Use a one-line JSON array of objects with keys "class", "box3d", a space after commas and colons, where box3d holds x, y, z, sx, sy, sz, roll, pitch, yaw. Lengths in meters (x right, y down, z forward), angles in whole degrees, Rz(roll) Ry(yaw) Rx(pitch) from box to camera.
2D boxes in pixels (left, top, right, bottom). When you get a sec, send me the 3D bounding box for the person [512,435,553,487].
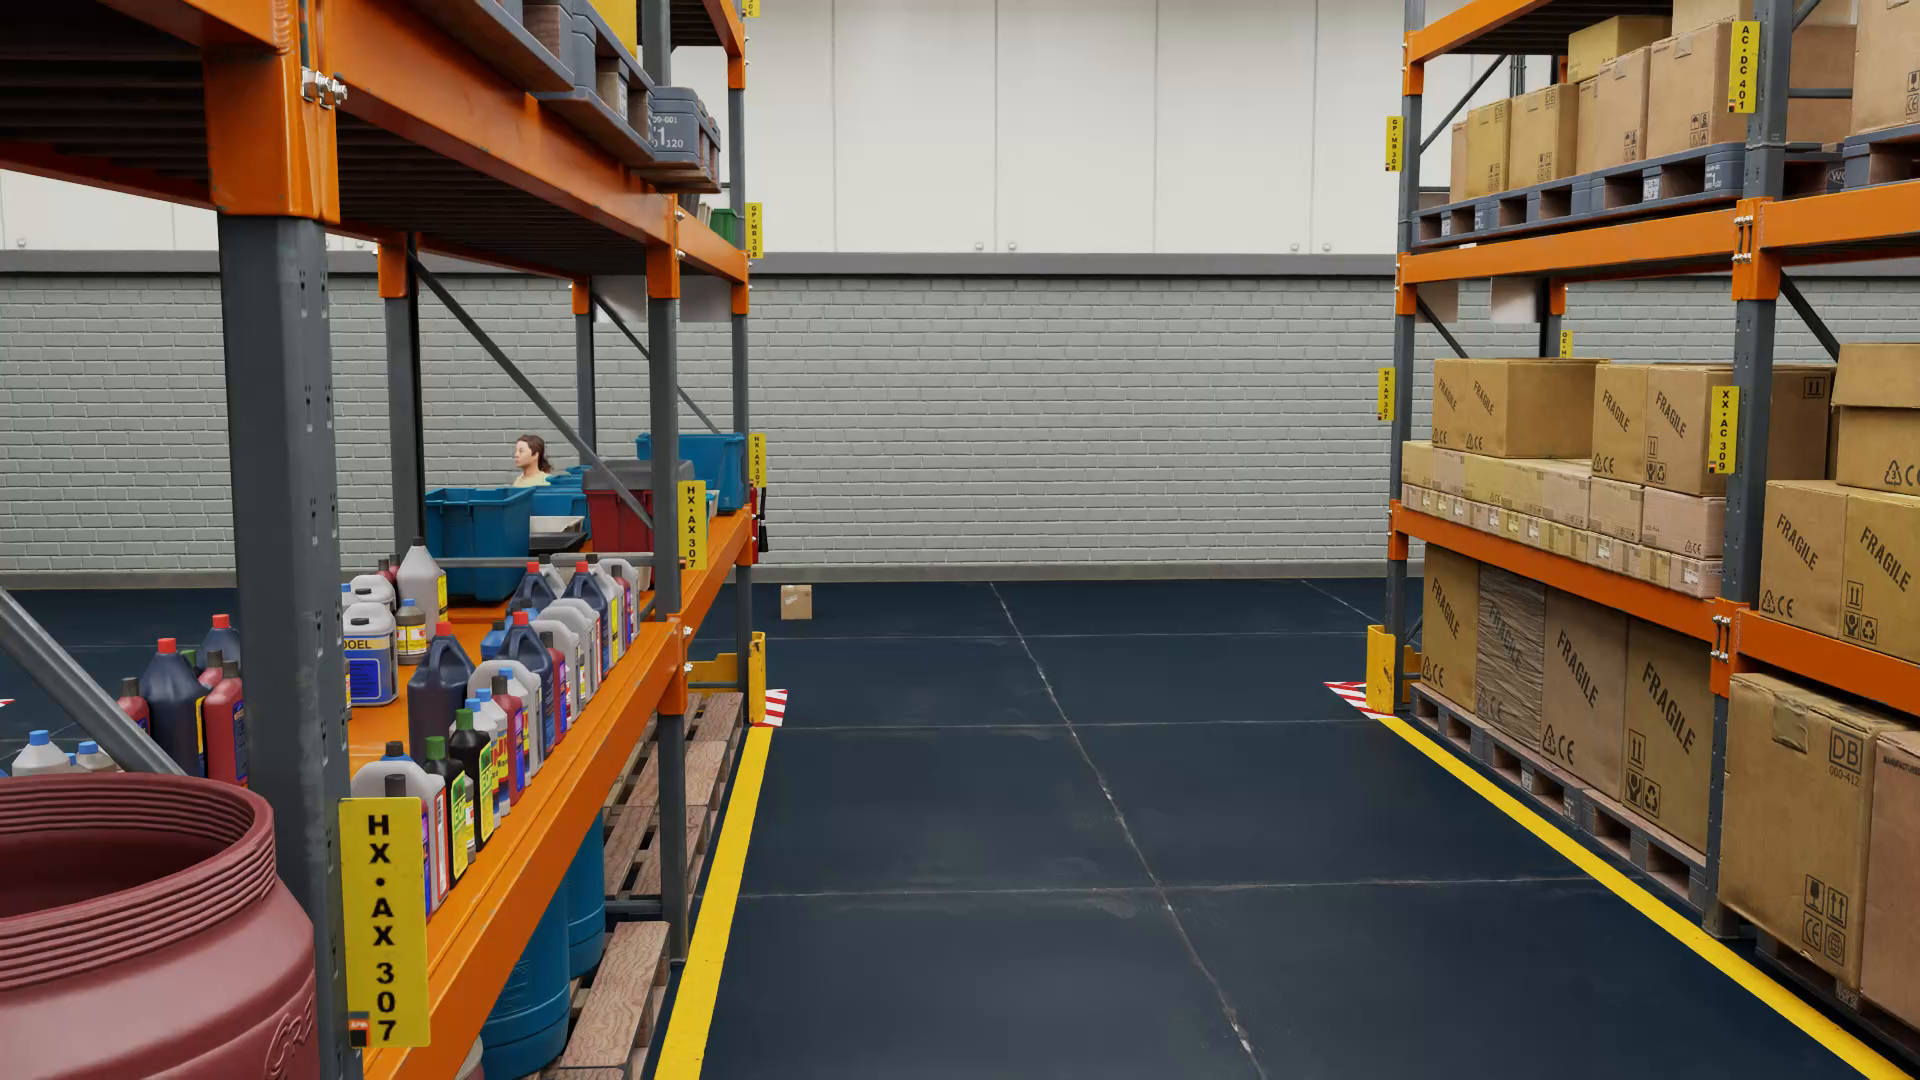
[{"class": "person", "box3d": [-3.048, 0.074, 11.651, 0.466, 1.614, 1.020, 6, 9, 43]}]
